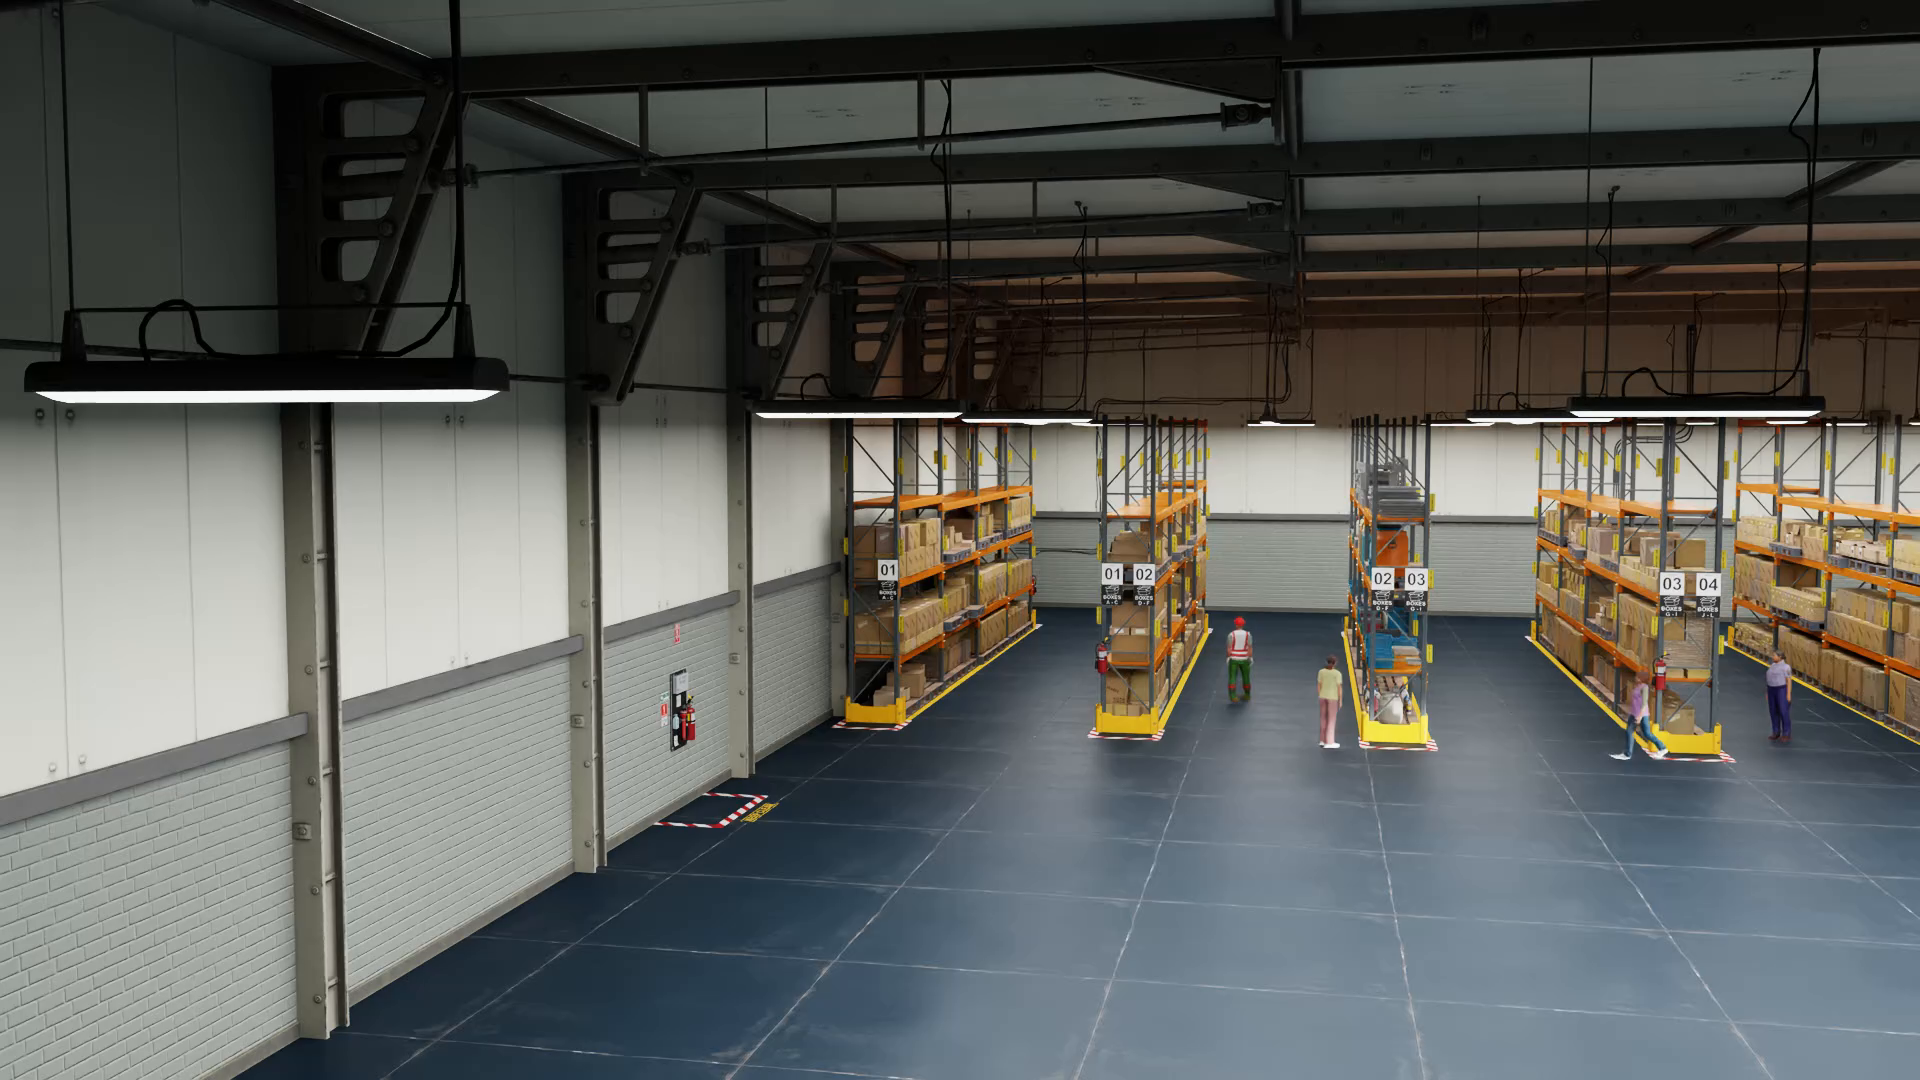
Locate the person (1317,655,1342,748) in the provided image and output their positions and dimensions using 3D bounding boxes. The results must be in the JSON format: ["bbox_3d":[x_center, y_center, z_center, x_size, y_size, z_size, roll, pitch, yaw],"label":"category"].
[{"bbox_3d":[6.679,2.896,29.913,0.473,1.690,0.394,3,5,39],"label":"person"}]

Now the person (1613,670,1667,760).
[{"bbox_3d":[11.770,3.026,28.729,0.881,1.550,0.452,0,4,-7],"label":"person"}]

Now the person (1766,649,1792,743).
[{"bbox_3d":[15.125,2.878,30.692,0.403,1.672,0.598,-1,4,-19],"label":"person"}]

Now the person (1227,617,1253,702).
[{"bbox_3d":[5.927,2.499,35.065,0.527,1.782,0.634,2,4,23],"label":"person"}]
